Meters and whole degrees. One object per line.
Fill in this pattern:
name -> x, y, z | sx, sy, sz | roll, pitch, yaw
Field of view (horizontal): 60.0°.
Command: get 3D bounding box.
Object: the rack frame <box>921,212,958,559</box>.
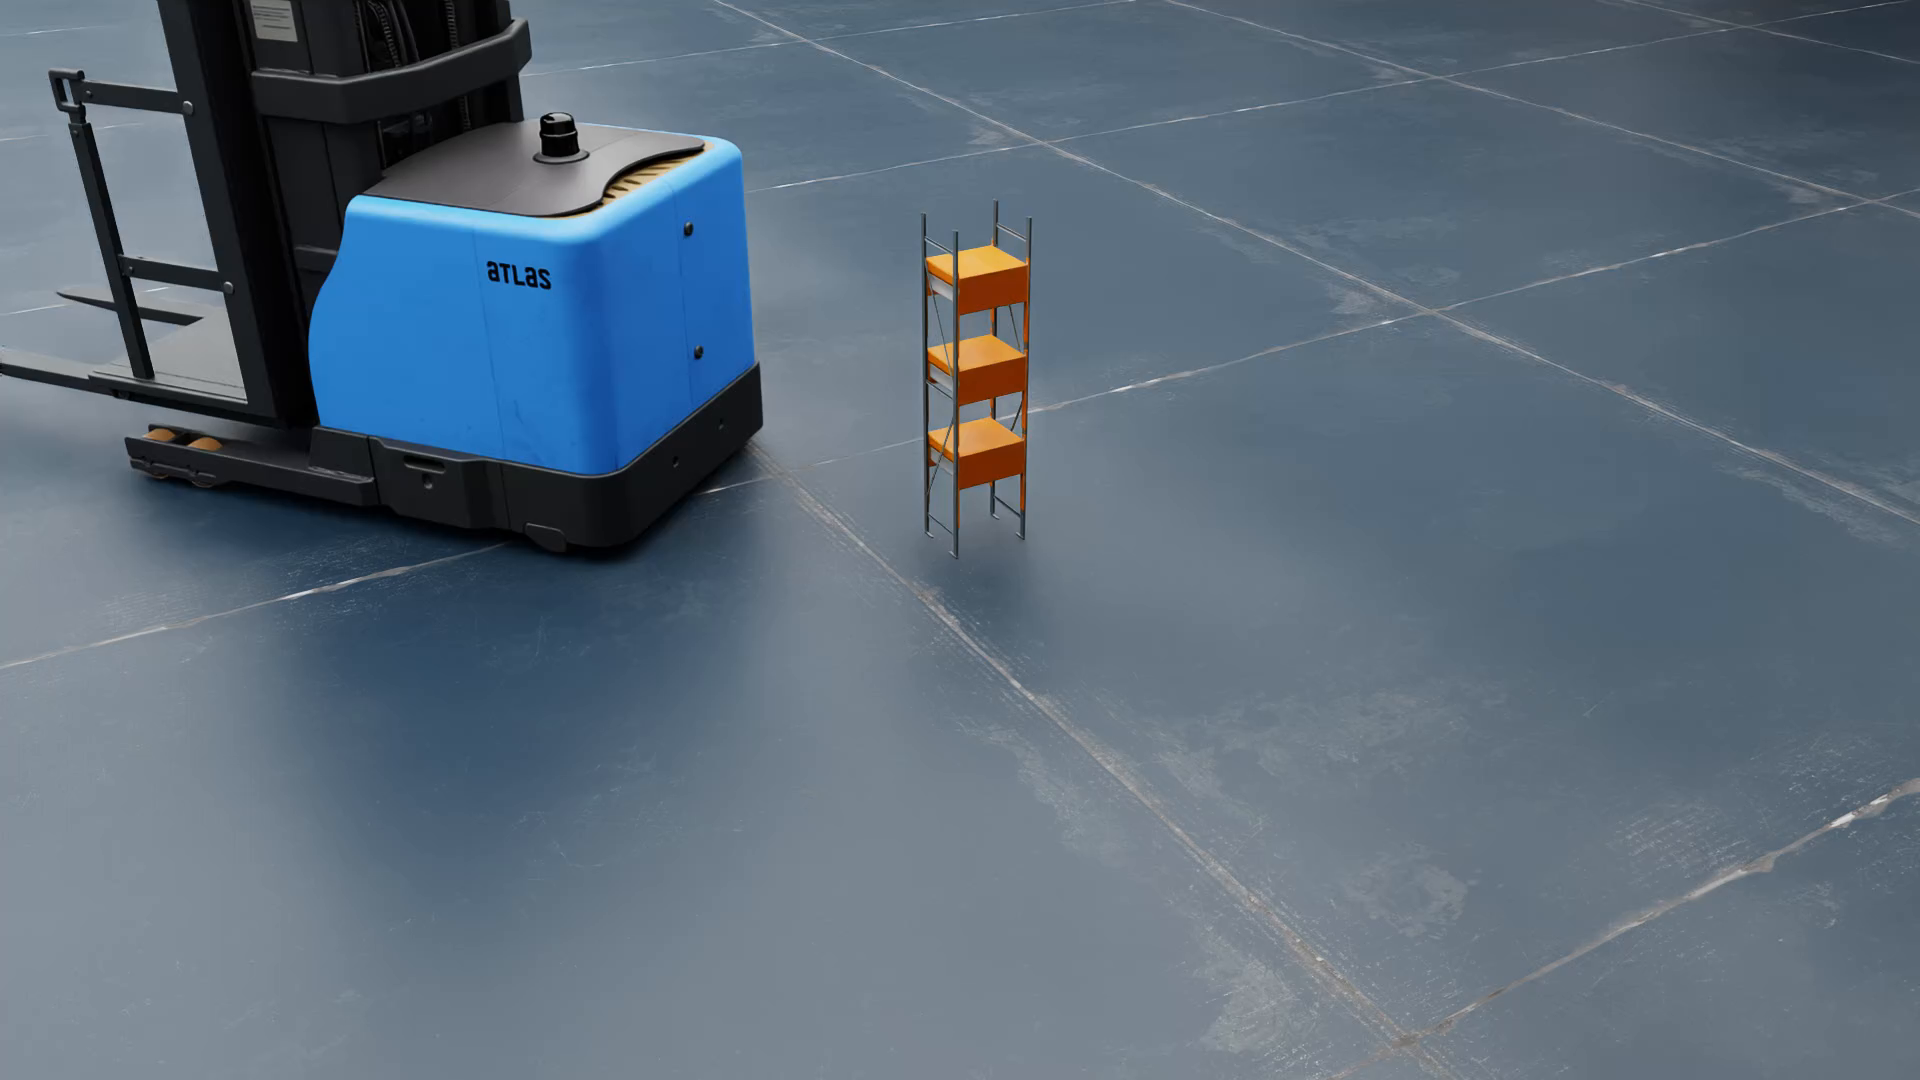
rack frame -> -0.059, -0.443, 4.966 | 0.008, 1.050, 0.200 | -16, 33, -26

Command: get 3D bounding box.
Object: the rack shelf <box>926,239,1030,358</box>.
rack shelf -> 0.046, -0.712, 4.888 | 0.240, 0.259, 0.215 | -16, 33, -26

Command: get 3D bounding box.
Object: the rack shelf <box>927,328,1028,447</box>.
rack shelf -> 0.046, -0.463, 5.025 | 0.240, 0.259, 0.215 | -16, 33, -26

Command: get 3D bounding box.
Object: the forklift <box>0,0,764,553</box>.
forklift -> -2.260, -1.681, 5.263 | 3.031, 2.935, 1.130 | 11, 31, 18

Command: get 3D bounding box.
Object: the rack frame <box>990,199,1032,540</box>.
rack frame -> 0.151, -0.503, 5.074 | 0.008, 1.050, 0.200 | -16, 33, -26

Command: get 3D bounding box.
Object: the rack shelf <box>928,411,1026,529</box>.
rack shelf -> 0.046, -0.220, 5.159 | 0.240, 0.259, 0.215 | -16, 33, -26

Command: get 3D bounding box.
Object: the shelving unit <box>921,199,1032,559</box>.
shelving unit -> 0.046, -0.473, 5.020 | 0.252, 1.050, 0.215 | -16, 33, -26
